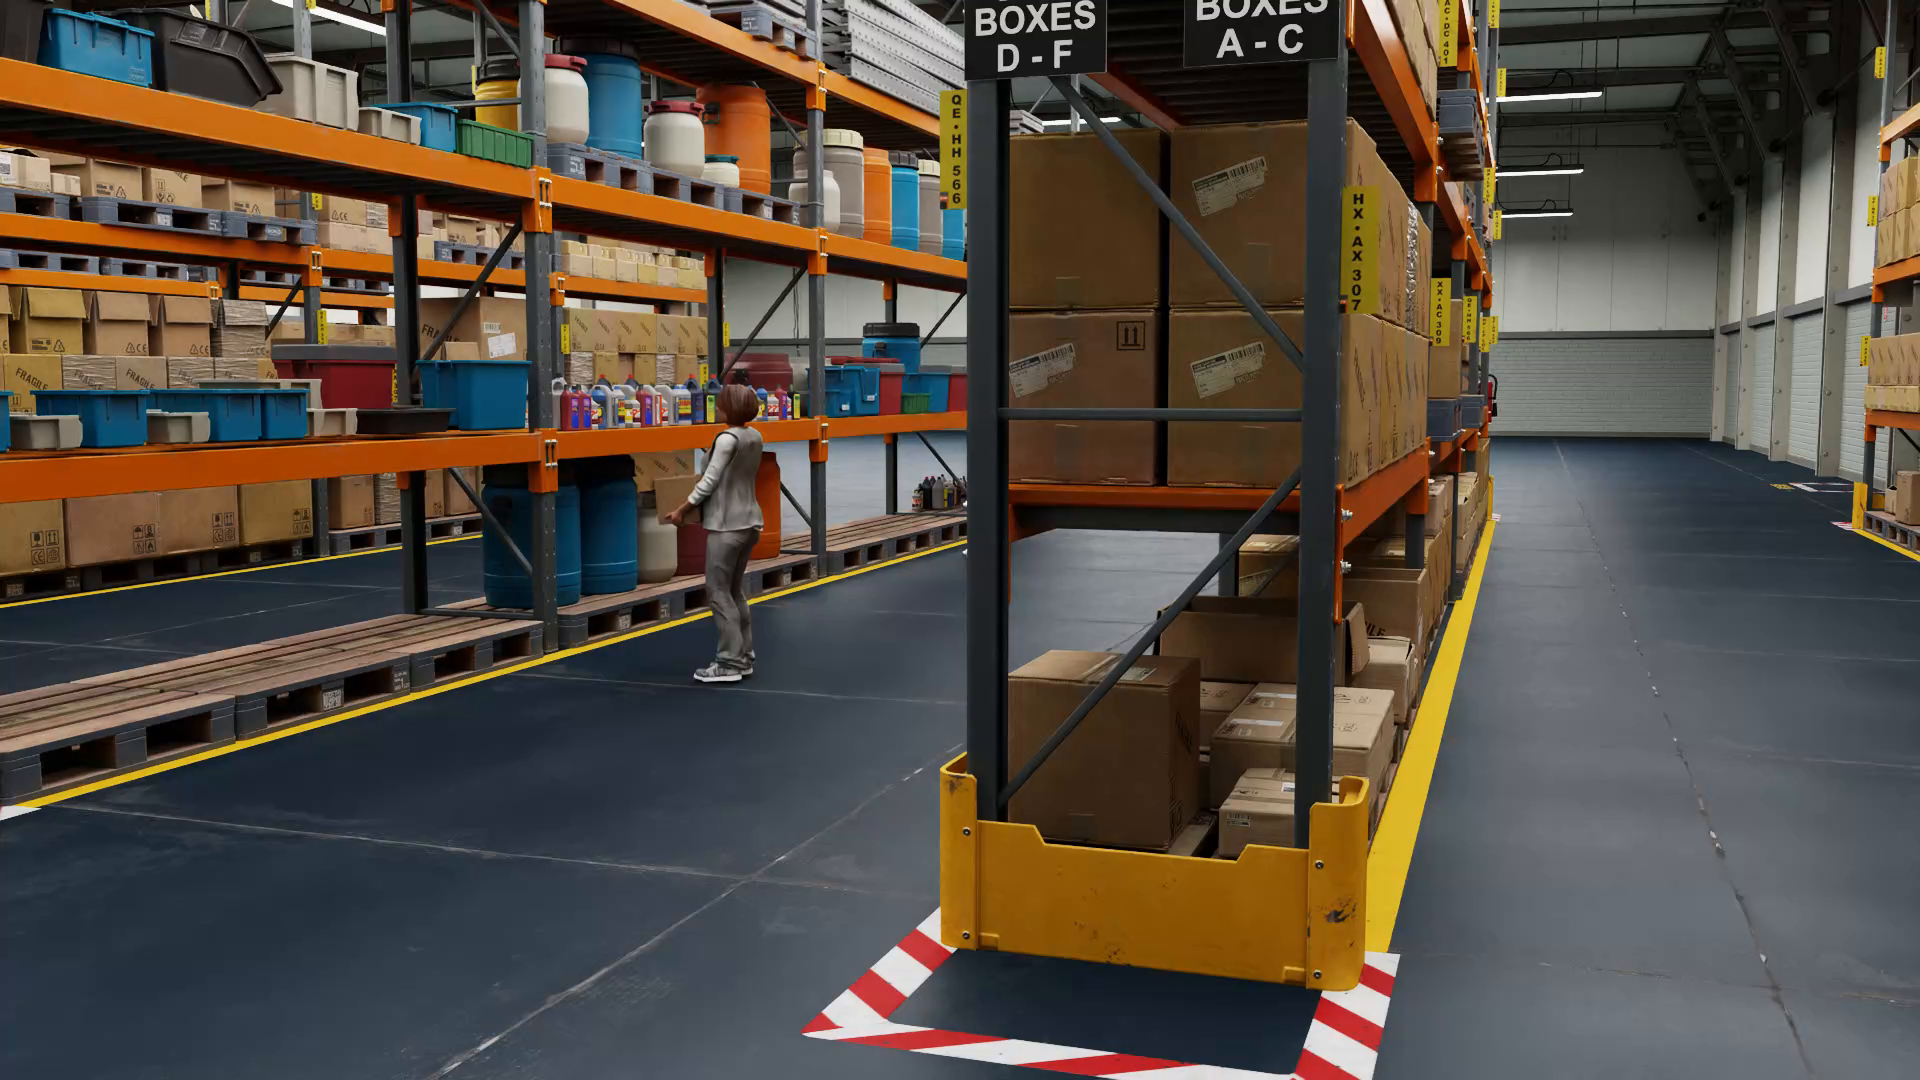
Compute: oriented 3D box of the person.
[{"bbox_3d":[-1.303,-0.043,8.930,0.498,1.589,0.408,2,6,19],"label":"person"}]
